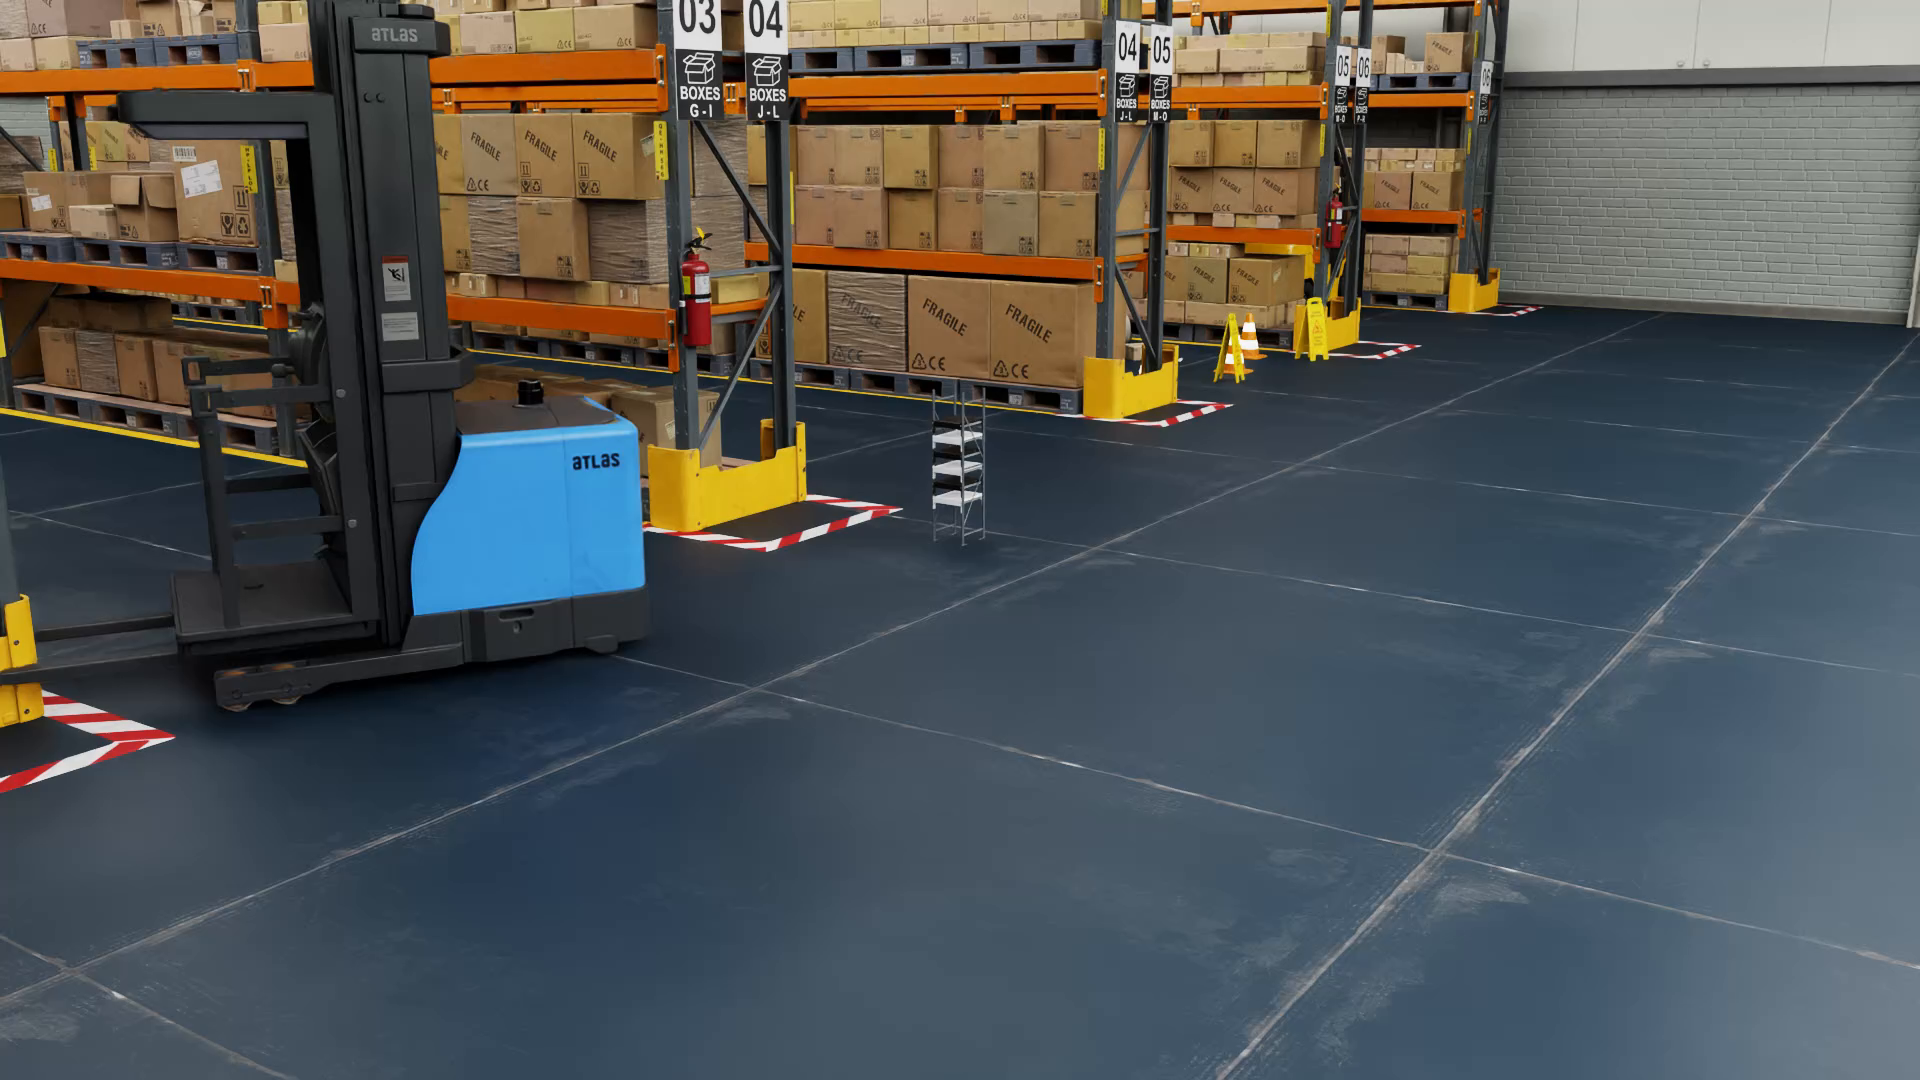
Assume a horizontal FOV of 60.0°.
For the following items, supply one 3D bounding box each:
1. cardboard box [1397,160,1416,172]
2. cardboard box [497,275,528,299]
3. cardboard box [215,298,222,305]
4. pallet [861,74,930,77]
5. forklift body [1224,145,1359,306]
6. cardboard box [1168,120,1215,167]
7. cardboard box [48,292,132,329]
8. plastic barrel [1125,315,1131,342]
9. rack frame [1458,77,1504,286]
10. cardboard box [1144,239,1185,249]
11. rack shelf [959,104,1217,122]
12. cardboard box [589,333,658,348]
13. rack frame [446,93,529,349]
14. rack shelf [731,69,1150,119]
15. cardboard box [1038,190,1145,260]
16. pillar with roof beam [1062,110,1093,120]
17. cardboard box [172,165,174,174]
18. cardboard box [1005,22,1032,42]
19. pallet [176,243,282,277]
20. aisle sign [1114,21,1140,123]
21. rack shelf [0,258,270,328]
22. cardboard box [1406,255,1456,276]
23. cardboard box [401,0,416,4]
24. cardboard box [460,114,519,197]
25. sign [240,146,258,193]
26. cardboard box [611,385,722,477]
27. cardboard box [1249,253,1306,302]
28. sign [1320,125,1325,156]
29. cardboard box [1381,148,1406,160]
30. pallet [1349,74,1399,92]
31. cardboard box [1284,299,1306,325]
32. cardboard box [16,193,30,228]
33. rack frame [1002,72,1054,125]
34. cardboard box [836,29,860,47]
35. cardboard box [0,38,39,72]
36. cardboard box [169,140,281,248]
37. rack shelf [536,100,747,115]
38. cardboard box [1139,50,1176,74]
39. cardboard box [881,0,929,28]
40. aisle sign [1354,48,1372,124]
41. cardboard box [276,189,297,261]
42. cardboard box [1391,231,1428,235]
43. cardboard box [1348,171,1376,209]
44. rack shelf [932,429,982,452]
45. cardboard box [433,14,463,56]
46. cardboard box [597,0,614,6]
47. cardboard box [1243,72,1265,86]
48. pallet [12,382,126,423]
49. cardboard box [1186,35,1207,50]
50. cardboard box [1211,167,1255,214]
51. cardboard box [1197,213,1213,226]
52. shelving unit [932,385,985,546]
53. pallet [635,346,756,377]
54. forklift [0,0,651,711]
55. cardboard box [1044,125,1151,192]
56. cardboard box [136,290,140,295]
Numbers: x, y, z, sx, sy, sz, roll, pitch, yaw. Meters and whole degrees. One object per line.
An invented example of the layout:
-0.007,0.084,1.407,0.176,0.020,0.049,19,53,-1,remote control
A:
6.057,-5.021,22.306,0.250,0.149,0.380,10,17,34,cardboard box
-2.785,-1.665,10.830,0.250,0.149,0.380,9,17,33,cardboard box
-9.177,-3.066,21.027,0.250,0.149,0.380,10,17,34,cardboard box
-0.490,-5.745,20.938,1.003,0.211,1.213,9,17,33,pallet
4.319,-4.070,21.790,1.214,2.155,2.313,9,17,33,forklift body
2.702,-4.422,18.536,0.500,0.500,0.700,9,16,32,cardboard box
-7.452,-1.979,14.300,0.500,0.250,0.500,10,17,35,cardboard box
1.585,-2.326,18.339,0.512,0.421,0.421,-4,14,-16,plastic barrel
6.911,-4.592,22.130,0.127,3.000,1.000,9,17,33,rack frame
3.153,-4.247,24.805,0.625,0.625,0.875,10,17,35,cardboard box
1.932,-6.503,25.106,4.000,0.370,1.077,9,17,33,rack shelf
-3.218,-2.445,17.264,0.750,0.750,1.050,9,17,33,cardboard box
-5.173,-3.674,18.422,0.127,3.000,1.000,9,17,33,rack frame
-0.194,-3.976,14.897,4.000,0.370,1.077,9,17,33,rack shelf
1.132,-2.715,14.234,0.550,0.550,0.875,9,17,33,cardboard box
-0.545,-7.723,22.295,0.400,9.000,9.100,9,17,33,pillar with roof beam
-9.481,-4.482,20.858,0.500,0.500,0.500,9,16,31,cardboard box
0.578,-4.233,13.878,0.250,0.149,0.380,9,17,34,cardboard box
-5.259,-2.200,12.869,1.213,0.211,1.003,9,17,33,pallet
1.357,-3.794,13.495,0.004,0.787,0.394,9,17,33,aisle sign
-6.365,-2.081,13.485,4.000,0.370,1.077,9,17,33,rack shelf
6.333,-3.706,22.362,0.500,0.250,0.500,9,16,32,cardboard box
-3.505,-3.466,10.824,0.250,0.149,0.380,9,16,32,cardboard box
-2.813,-2.462,10.618,0.500,0.500,0.500,9,17,33,cardboard box
-5.013,-2.613,11.726,0.005,0.325,0.100,9,17,33,sign
-1.896,-0.703,10.749,0.500,0.500,0.500,13,19,43,cardboard box
3.609,-3.001,18.992,0.500,0.500,0.500,9,16,31,cardboard box
3.818,-4.209,17.516,0.005,0.325,0.100,9,17,33,sign
5.877,-5.210,22.452,0.250,0.149,0.380,9,17,33,cardboard box
5.322,-6.268,22.844,1.213,0.211,1.003,9,17,33,pallet
3.629,-2.634,19.069,0.500,0.250,0.500,9,17,32,cardboard box
-8.276,-2.866,14.952,0.500,0.500,0.500,10,17,34,cardboard box
0.825,-4.138,20.297,0.127,3.000,1.000,9,17,33,rack frame
-0.896,-4.471,14.841,0.250,0.149,0.380,9,16,32,cardboard box
-7.351,-3.899,13.401,0.500,0.250,0.500,10,17,34,cardboard box
-5.287,-2.792,12.735,1.000,1.000,1.000,9,17,33,cardboard box
-4.154,-6.049,23.273,4.000,0.370,1.077,9,17,33,rack shelf
2.299,-5.348,18.634,0.500,0.250,0.500,9,17,33,cardboard box
-0.346,-4.593,14.505,0.500,0.250,0.500,9,17,33,cardboard box
4.368,-4.917,18.033,0.004,0.787,0.394,9,17,33,aisle sign
-4.367,-2.282,11.973,0.500,0.500,0.875,9,17,33,cardboard box
6.201,-4.115,22.970,0.500,0.250,0.500,9,17,33,cardboard box
5.505,-4.794,22.739,0.500,0.500,0.500,9,16,32,cardboard box
-0.007,-0.580,9.684,0.200,0.077,0.258,9,17,33,rack shelf
-3.185,-3.226,10.683,0.500,0.250,0.500,9,16,32,cardboard box
-1.942,-3.236,9.892,0.250,0.149,0.380,9,16,31,cardboard box
3.265,-4.997,18.047,0.250,0.149,0.380,10,17,34,cardboard box
-7.377,-1.240,14.392,1.213,0.211,1.003,9,17,33,pallet
2.701,-5.501,18.423,0.250,0.149,0.380,9,16,31,cardboard box
3.127,-3.880,18.429,0.500,0.500,0.500,9,17,33,cardboard box
2.877,-3.628,18.761,0.250,0.149,0.380,9,17,34,cardboard box
-0.007,-0.438,9.719,0.210,0.900,0.258,9,17,33,shelving unit
-2.536,-1.872,16.947,1.213,0.211,1.003,9,17,33,pallet
-2.997,-0.854,7.174,3.031,2.935,1.130,-7,15,-25,forklift
1.179,-3.255,14.172,0.550,0.550,0.875,9,17,33,cardboard box
-10.667,-3.311,22.013,0.250,0.149,0.380,9,17,33,cardboard box
